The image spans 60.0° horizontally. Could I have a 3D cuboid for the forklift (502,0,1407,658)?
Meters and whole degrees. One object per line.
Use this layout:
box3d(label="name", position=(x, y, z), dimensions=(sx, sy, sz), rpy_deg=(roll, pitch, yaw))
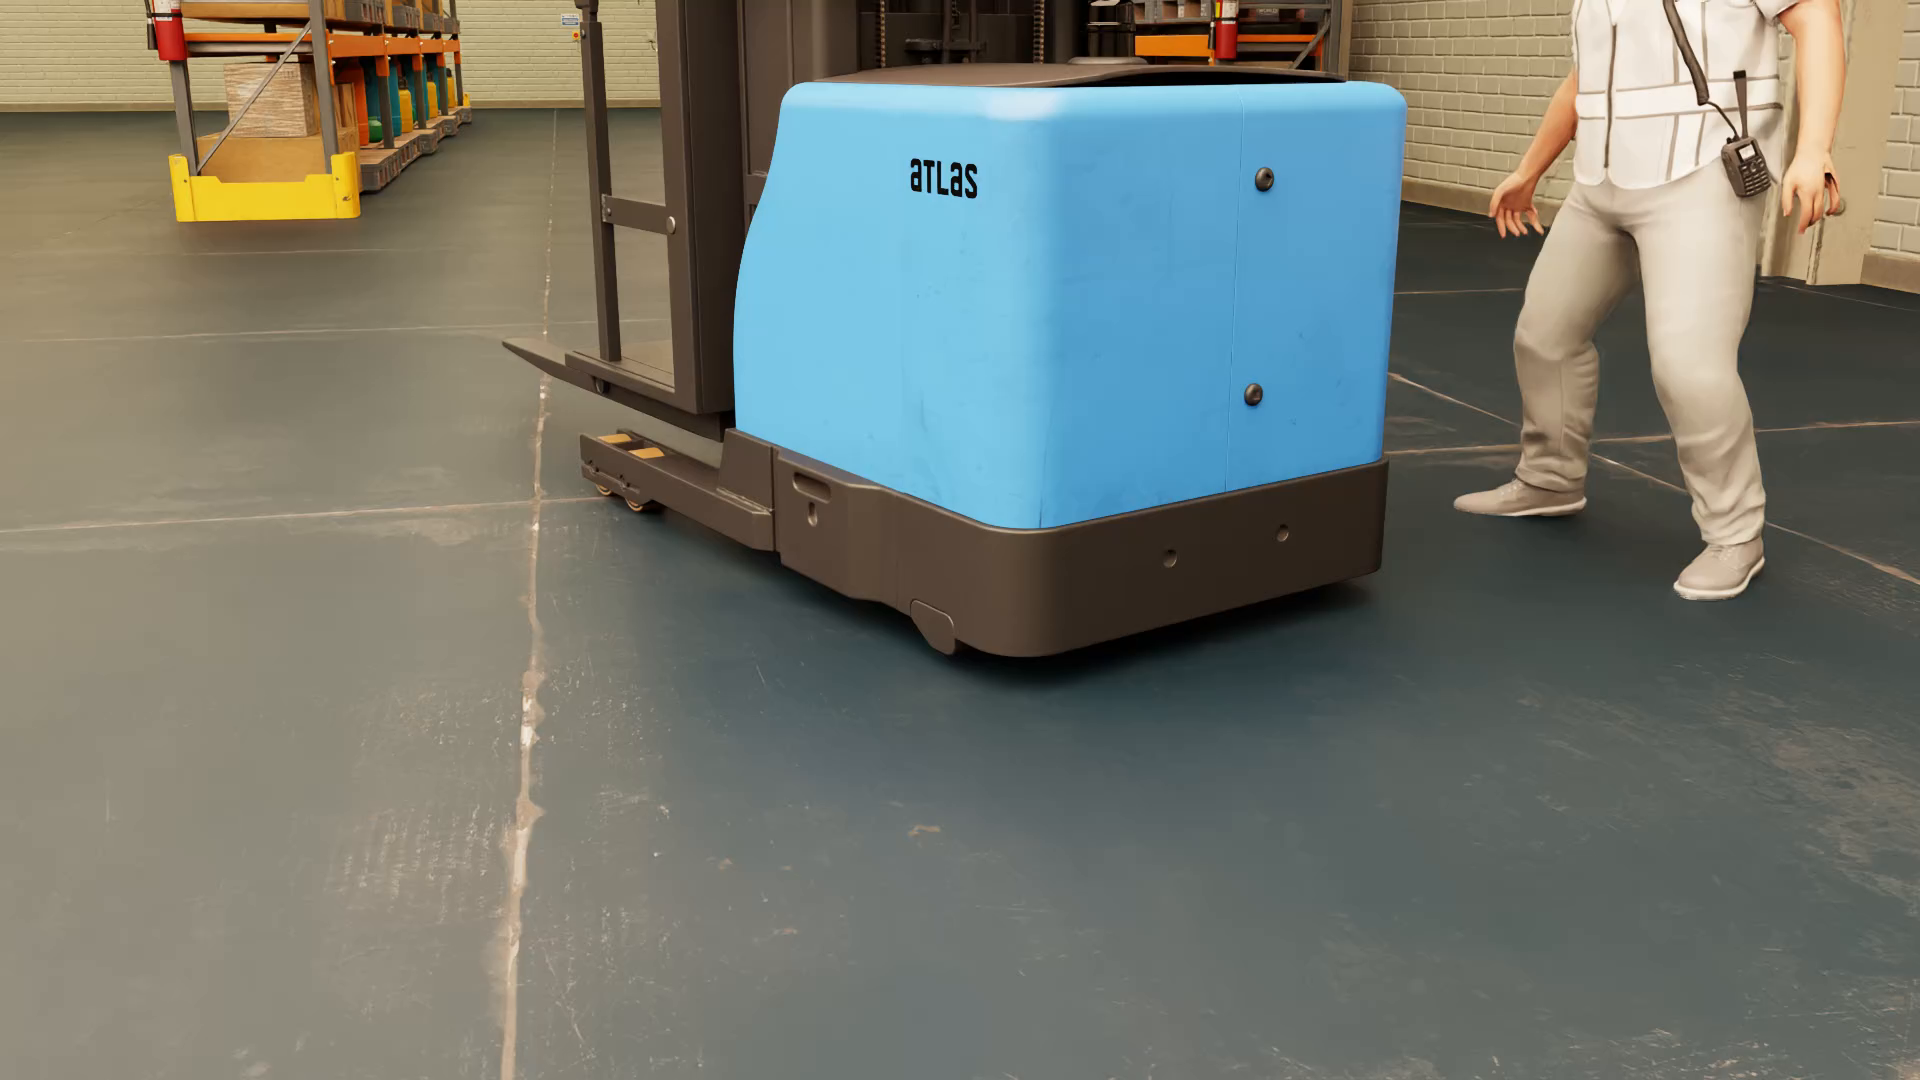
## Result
box3d(label="forklift", position=(-0.350, -1.547, 4.075), dimensions=(1.130, 2.935, 3.031), rpy_deg=(-11, 20, -34))

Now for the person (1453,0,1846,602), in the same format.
box3d(label="person", position=(1.522, -0.774, 3.695), dimensions=(0.451, 1.715, 0.951), rpy_deg=(-8, 18, -24))
